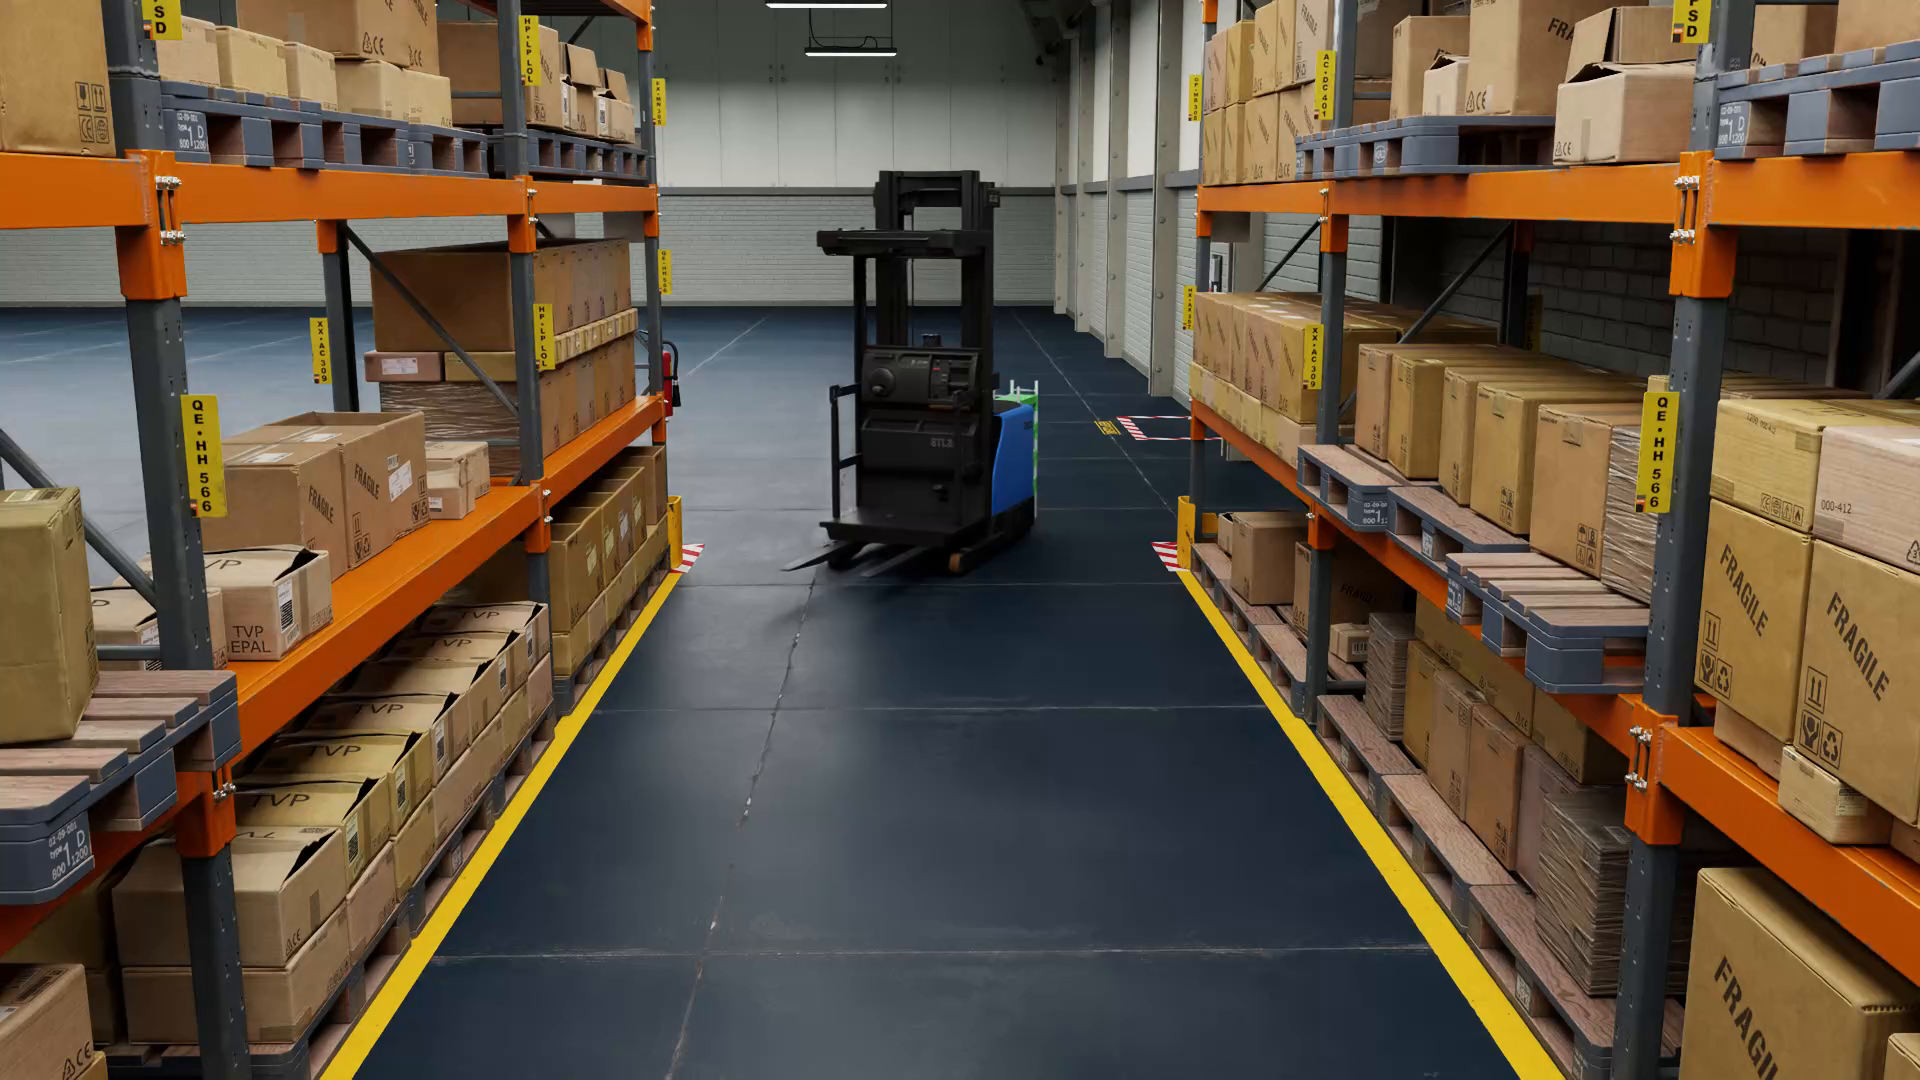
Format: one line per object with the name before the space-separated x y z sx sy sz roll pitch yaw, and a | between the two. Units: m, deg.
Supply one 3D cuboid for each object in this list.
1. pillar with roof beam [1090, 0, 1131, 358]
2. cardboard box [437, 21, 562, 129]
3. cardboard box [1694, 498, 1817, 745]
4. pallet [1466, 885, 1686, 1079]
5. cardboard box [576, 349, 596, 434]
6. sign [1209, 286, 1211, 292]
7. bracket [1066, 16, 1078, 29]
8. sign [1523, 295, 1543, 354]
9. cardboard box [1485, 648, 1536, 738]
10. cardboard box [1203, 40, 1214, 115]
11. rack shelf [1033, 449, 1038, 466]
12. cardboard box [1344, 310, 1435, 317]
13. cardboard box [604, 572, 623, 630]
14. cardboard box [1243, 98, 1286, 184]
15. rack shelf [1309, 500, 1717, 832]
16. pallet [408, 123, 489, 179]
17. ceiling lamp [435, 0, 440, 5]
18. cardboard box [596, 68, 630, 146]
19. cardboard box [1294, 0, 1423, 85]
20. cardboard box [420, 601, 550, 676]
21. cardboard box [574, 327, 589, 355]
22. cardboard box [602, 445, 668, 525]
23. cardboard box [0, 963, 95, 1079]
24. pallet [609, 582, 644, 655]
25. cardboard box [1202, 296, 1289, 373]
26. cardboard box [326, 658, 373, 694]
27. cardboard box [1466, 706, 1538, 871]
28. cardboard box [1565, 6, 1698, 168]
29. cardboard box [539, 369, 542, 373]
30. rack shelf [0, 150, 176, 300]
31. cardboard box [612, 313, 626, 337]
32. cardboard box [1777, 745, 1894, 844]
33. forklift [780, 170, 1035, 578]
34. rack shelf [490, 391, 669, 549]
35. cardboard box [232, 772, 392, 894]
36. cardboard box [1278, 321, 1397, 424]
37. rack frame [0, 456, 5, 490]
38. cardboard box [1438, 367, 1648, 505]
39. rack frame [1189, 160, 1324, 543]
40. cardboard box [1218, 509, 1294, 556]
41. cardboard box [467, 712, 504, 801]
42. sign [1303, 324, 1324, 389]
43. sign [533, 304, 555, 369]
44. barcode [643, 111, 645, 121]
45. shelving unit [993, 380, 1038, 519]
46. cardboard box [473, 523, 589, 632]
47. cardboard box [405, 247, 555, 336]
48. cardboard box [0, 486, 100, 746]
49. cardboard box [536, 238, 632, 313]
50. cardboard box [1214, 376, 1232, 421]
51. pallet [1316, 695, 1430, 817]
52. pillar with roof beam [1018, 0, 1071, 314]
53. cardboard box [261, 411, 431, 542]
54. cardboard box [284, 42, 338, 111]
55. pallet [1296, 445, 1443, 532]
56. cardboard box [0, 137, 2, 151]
pillar with roof beam | -1.550 -7.664 28.703 9.100 9.000 0.548 0 11 -1
cardboard box | -2.370 -2.378 8.530 0.500 0.500 0.500 1 11 4
cardboard box | 2.166 0.184 4.057 0.500 0.500 0.500 0 11 1
pallet | 2.397 1.502 5.622 1.003 0.211 1.213 0 11 -1
cardboard box | -2.674 -0.926 10.330 0.700 0.500 0.500 0 11 1
sign | 3.081 -2.975 20.591 0.001 0.329 0.234 0 11 -1
bracket | 2.284 -10.554 33.897 0.235 0.232 0.430 0 11 -1
sign | 2.884 -1.074 8.398 0.100 0.325 0.005 0 11 -1
cardboard box | 2.380 0.574 6.478 0.500 0.250 0.500 0 11 -1
cardboard box | 2.012 -3.240 11.626 0.500 0.500 0.500 -1 12 -5
rack shelf | 0.468 -0.675 14.188 0.258 0.148 0.480 4 12 20
cardboard box | 2.517 -1.104 9.897 0.500 0.500 0.500 0 11 0
cardboard box | -2.340 0.367 10.067 0.500 0.250 0.500 0 11 -1
cardboard box | 2.026 -2.444 10.215 0.500 0.500 0.500 0 11 2
rack shelf | 2.370 0.246 6.611 1.077 0.370 4.000 0 11 -1
pallet | -2.592 -1.684 7.251 0.805 0.209 1.217 -1 11 -3
ceiling lamp | -9.524 -10.298 27.006 2.000 3.185 0.800 0 11 -1
cardboard box | -2.698 -2.959 11.387 0.797 0.503 0.637 1 11 3
cardboard box | 2.048 -2.621 8.574 0.500 0.500 0.500 -1 12 -6
cardboard box | -2.328 0.463 8.180 0.500 0.311 0.500 0 11 -1
cardboard box | -2.471 -1.212 10.105 0.380 0.149 0.250 0 11 -2
cardboard box | -2.397 -0.398 11.952 0.500 0.500 0.500 0 11 -1
cardboard box | -2.281 1.150 3.639 0.500 0.250 0.500 0 11 1
pallet | -2.626 0.482 10.650 1.003 0.211 1.213 0 11 -1
cardboard box | 1.956 -1.408 11.398 0.500 0.500 0.500 0 11 -1
cardboard box | -2.847 0.670 7.163 0.500 0.311 0.500 -1 11 -3
cardboard box | 2.412 0.956 6.482 0.700 0.500 0.500 0 11 -1
cardboard box | 2.478 -1.497 5.541 0.797 0.503 0.637 1 12 7
cardboard box | -2.441 -0.954 8.833 0.380 0.149 0.250 0 11 0
rack shelf | -2.499 -0.408 2.289 1.077 0.370 4.000 0 11 -1
cardboard box | -2.495 -1.467 11.362 0.380 0.149 0.250 0 11 -2
cardboard box | 2.104 0.574 3.766 0.380 0.149 0.250 0 11 1
forklift | -0.382 -1.271 12.452 1.130 2.935 3.031 4 12 21
rack shelf | -2.665 -0.528 10.426 1.077 0.370 4.000 0 11 -1
cardboard box | -2.277 0.970 5.685 0.500 0.311 0.500 -1 11 -3
cardboard box | 2.010 -0.900 8.894 0.500 0.500 0.500 0 11 -1
rack frame | -7.658 -1.258 12.217 1.000 3.000 0.127 0 11 -1
cardboard box | 2.355 -0.425 6.753 0.700 0.500 0.500 1 12 7
rack frame | 2.247 -1.299 12.418 1.000 3.000 0.127 0 11 -1
cardboard box | 2.171 -0.059 11.962 0.500 0.311 0.500 -2 12 -8
cardboard box | -2.305 0.942 7.229 0.500 0.250 0.500 0 11 0
sign | 1.787 -0.924 8.394 0.100 0.325 0.005 0 11 -1
sign | -2.081 -1.016 8.308 0.100 0.325 0.005 0 11 -1
barcode | -2.218 -2.974 11.672 0.001 0.075 0.075 0 11 -1
shelving unit | 0.468 -0.737 14.175 0.258 1.200 0.503 4 12 20
cardboard box | -2.320 0.198 9.012 0.500 0.500 0.500 0 11 -1
cardboard box | -2.651 -1.356 9.185 0.700 0.500 0.500 0 11 -1
cardboard box | -2.415 0.182 3.809 0.700 0.500 0.500 -4 12 -20
cardboard box | -2.708 -1.859 11.666 0.700 0.500 0.500 0 11 -1
cardboard box | 1.969 -0.933 10.939 0.500 0.250 0.500 0 11 -2
pallet | 2.347 1.017 8.013 1.003 0.211 1.213 0 11 -1
pillar with roof beam | -1.798 -10.049 40.461 9.100 9.000 0.548 0 11 -1
cardboard box | -2.613 -0.274 7.116 0.500 0.500 0.500 1 11 3
cardboard box | -2.645 -1.705 6.195 0.500 0.250 0.500 -1 12 -6
pallet | 2.200 -0.257 7.766 1.003 0.211 1.213 0 11 -1
cardboard box | -2.487 -1.019 3.241 0.910 0.500 0.500 0 11 -1
